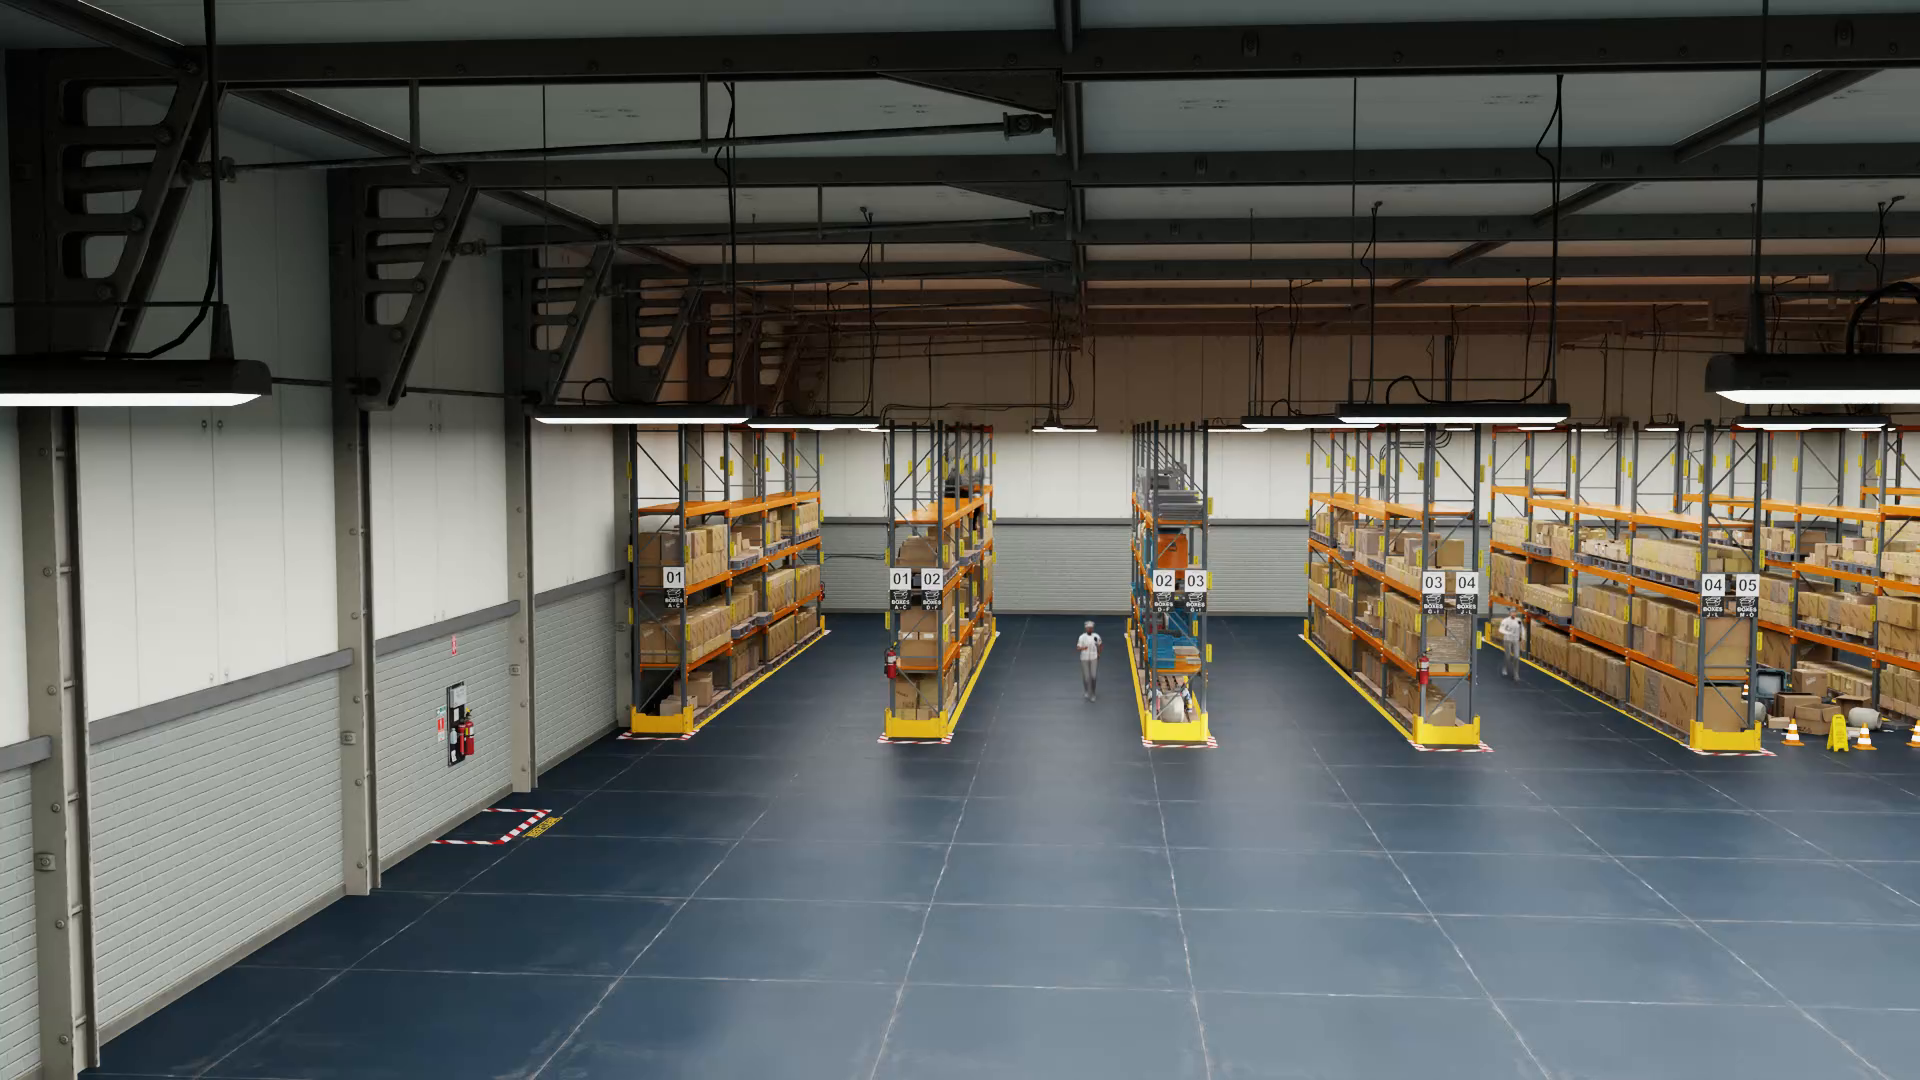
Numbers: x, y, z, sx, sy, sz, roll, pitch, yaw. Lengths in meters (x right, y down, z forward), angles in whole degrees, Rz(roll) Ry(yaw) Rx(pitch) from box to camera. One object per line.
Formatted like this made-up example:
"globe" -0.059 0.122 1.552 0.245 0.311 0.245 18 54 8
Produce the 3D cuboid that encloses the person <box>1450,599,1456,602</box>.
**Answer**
"person" 13.342 2.069 45.153 0.601 1.623 0.957 1 4 18

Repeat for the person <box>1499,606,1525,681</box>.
"person" 12.958 2.415 39.052 0.631 1.730 0.792 0 4 3

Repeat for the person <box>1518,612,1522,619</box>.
"person" 16.106 1.874 47.552 0.759 1.637 1.188 -3 4 -36

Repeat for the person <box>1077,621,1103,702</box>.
"person" 2.797 2.617 35.795 0.555 1.755 0.702 0 4 4
